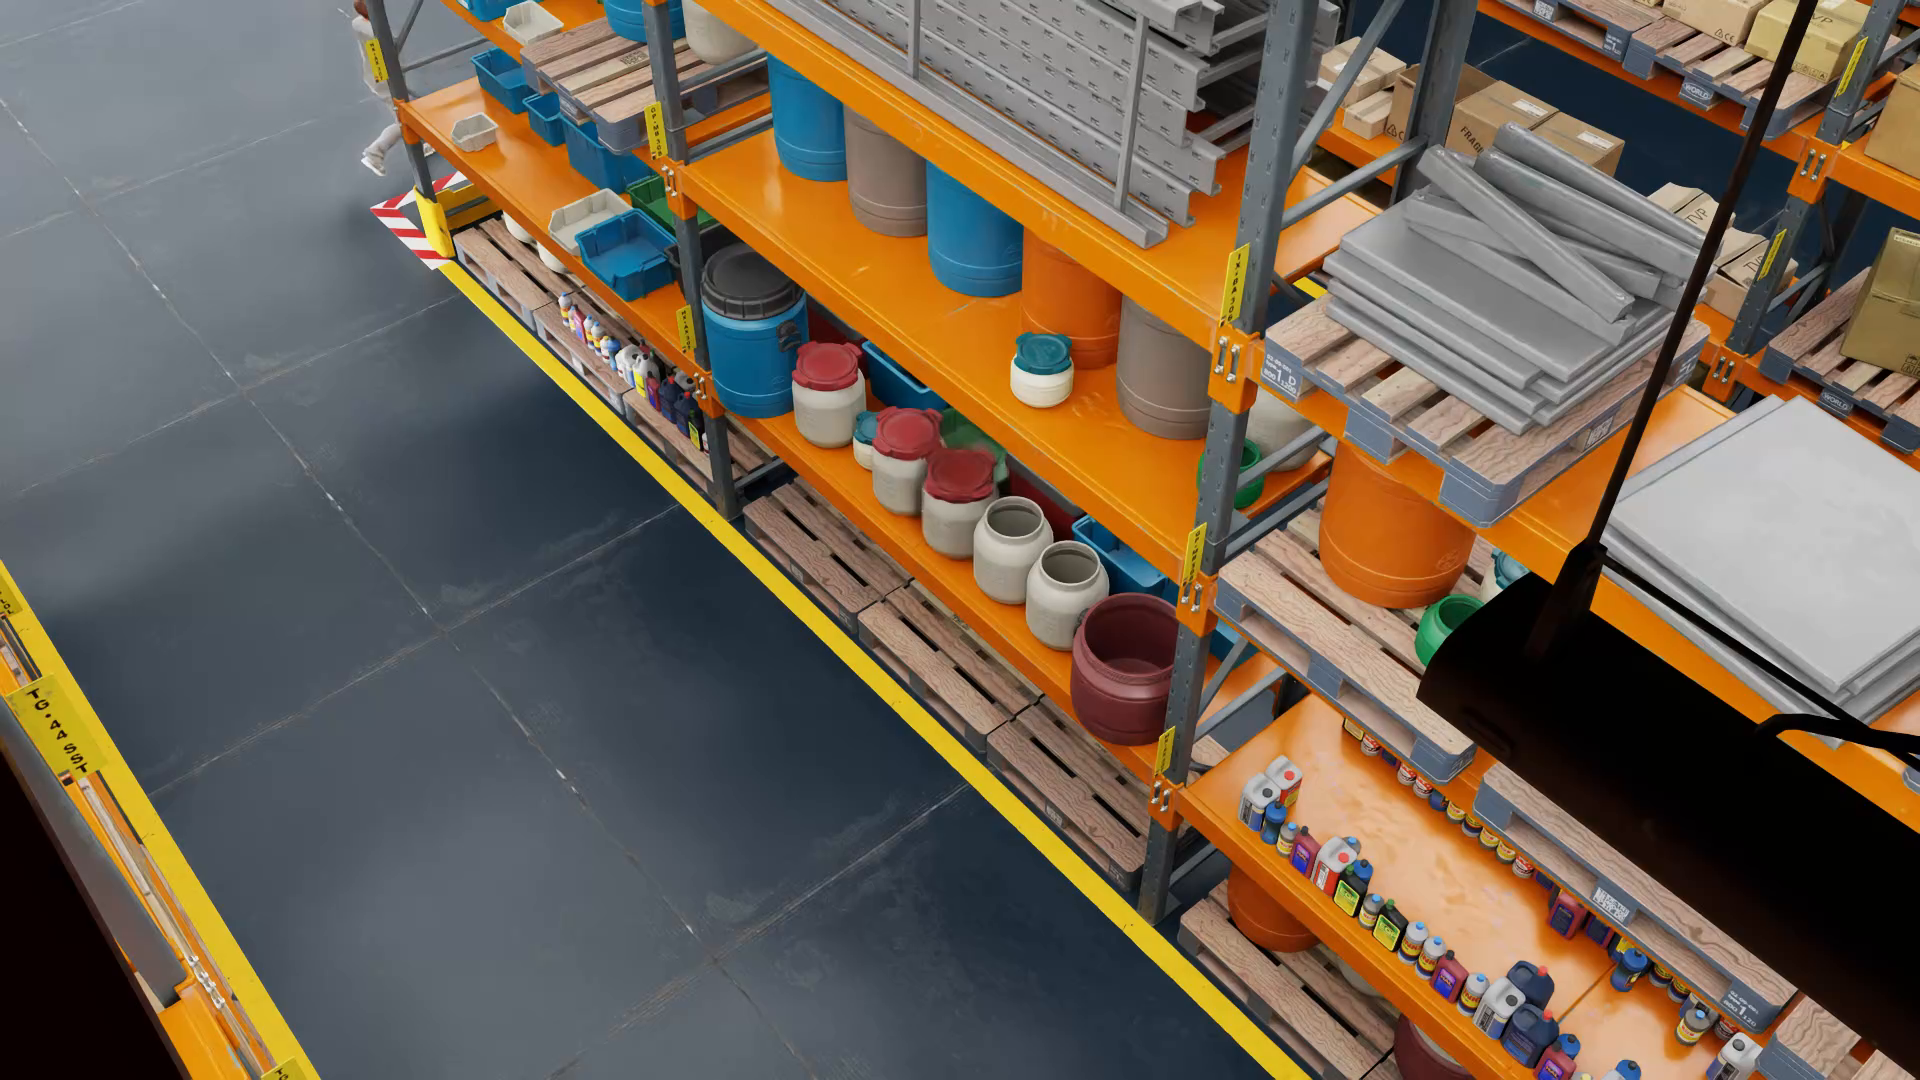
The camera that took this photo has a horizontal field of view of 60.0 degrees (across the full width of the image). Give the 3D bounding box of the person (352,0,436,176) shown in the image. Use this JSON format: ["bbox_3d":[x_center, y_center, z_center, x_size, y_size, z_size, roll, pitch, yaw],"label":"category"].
[{"bbox_3d":[-4.647,-3.654,13.362,0.719,1.577,0.505,-32,54,-27],"label":"person"}]
